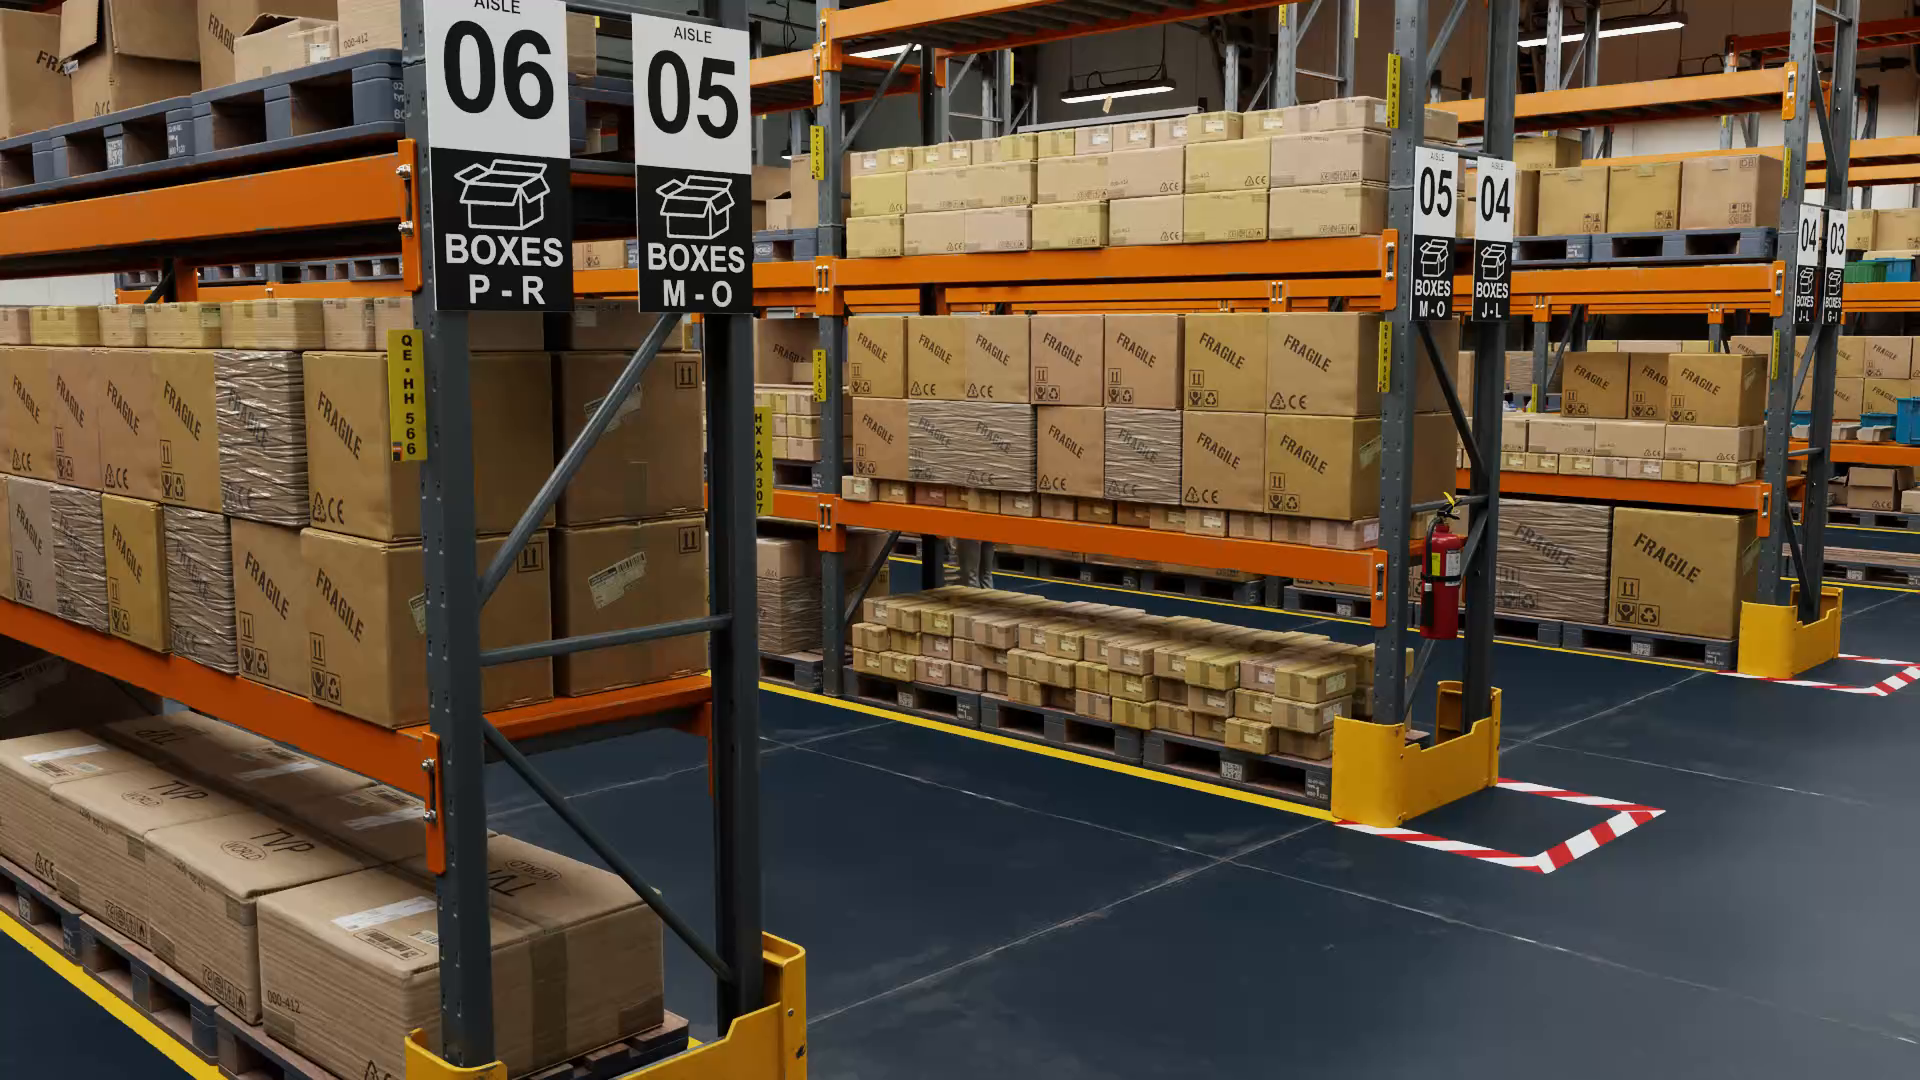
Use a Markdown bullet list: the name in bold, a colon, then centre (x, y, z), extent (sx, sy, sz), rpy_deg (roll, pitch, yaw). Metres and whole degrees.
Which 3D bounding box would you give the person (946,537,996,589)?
- **person**: centre (0.077, -0.080, 12.696), extent (0.531, 1.694, 0.586), rpy_deg (7, 10, 43)
